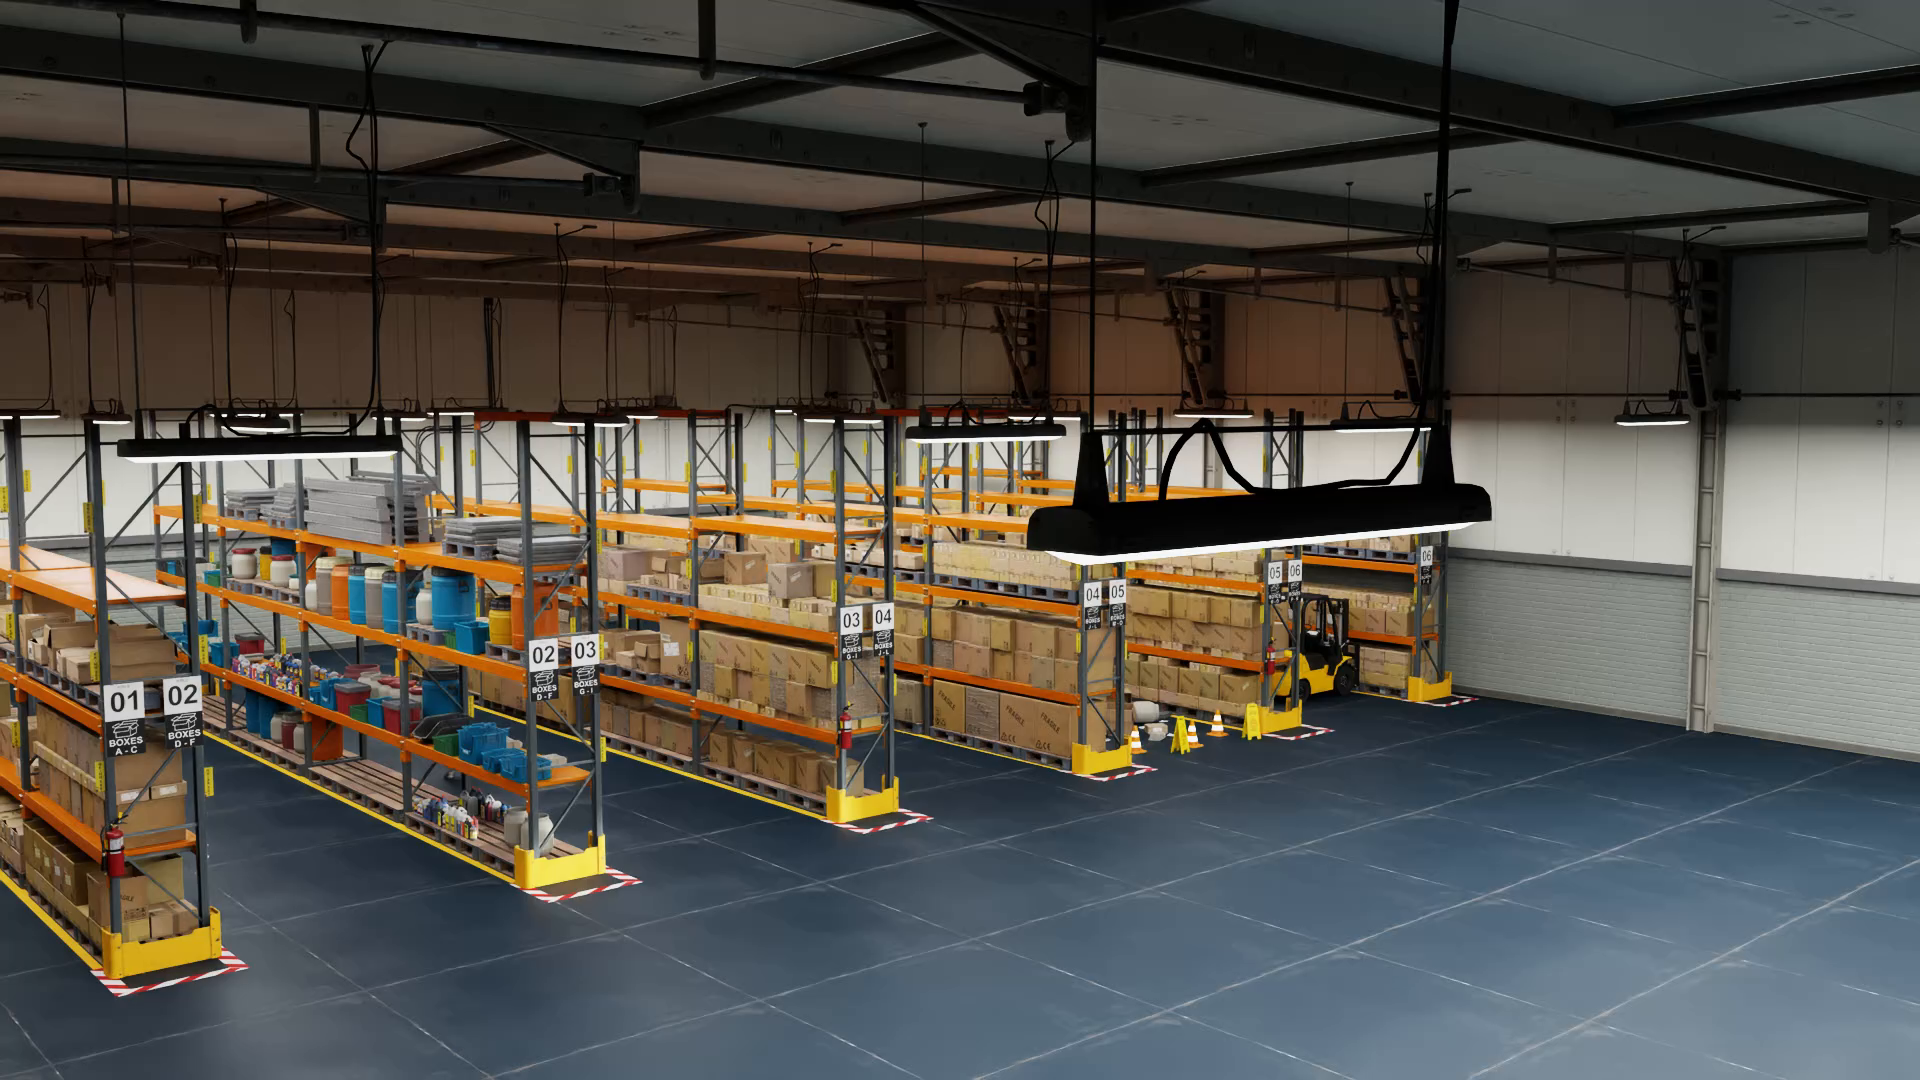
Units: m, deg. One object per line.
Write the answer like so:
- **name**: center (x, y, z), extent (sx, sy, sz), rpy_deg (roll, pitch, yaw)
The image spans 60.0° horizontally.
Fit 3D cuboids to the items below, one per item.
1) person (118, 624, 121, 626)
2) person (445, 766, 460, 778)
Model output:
- **person**: center (-17.560, 2.511, 34.449), extent (0.717, 1.570, 0.422), rpy_deg (-1, 5, -6)
- **person**: center (-8.472, 3.075, 27.477), extent (0.518, 1.671, 0.442), rpy_deg (-2, 5, -24)
